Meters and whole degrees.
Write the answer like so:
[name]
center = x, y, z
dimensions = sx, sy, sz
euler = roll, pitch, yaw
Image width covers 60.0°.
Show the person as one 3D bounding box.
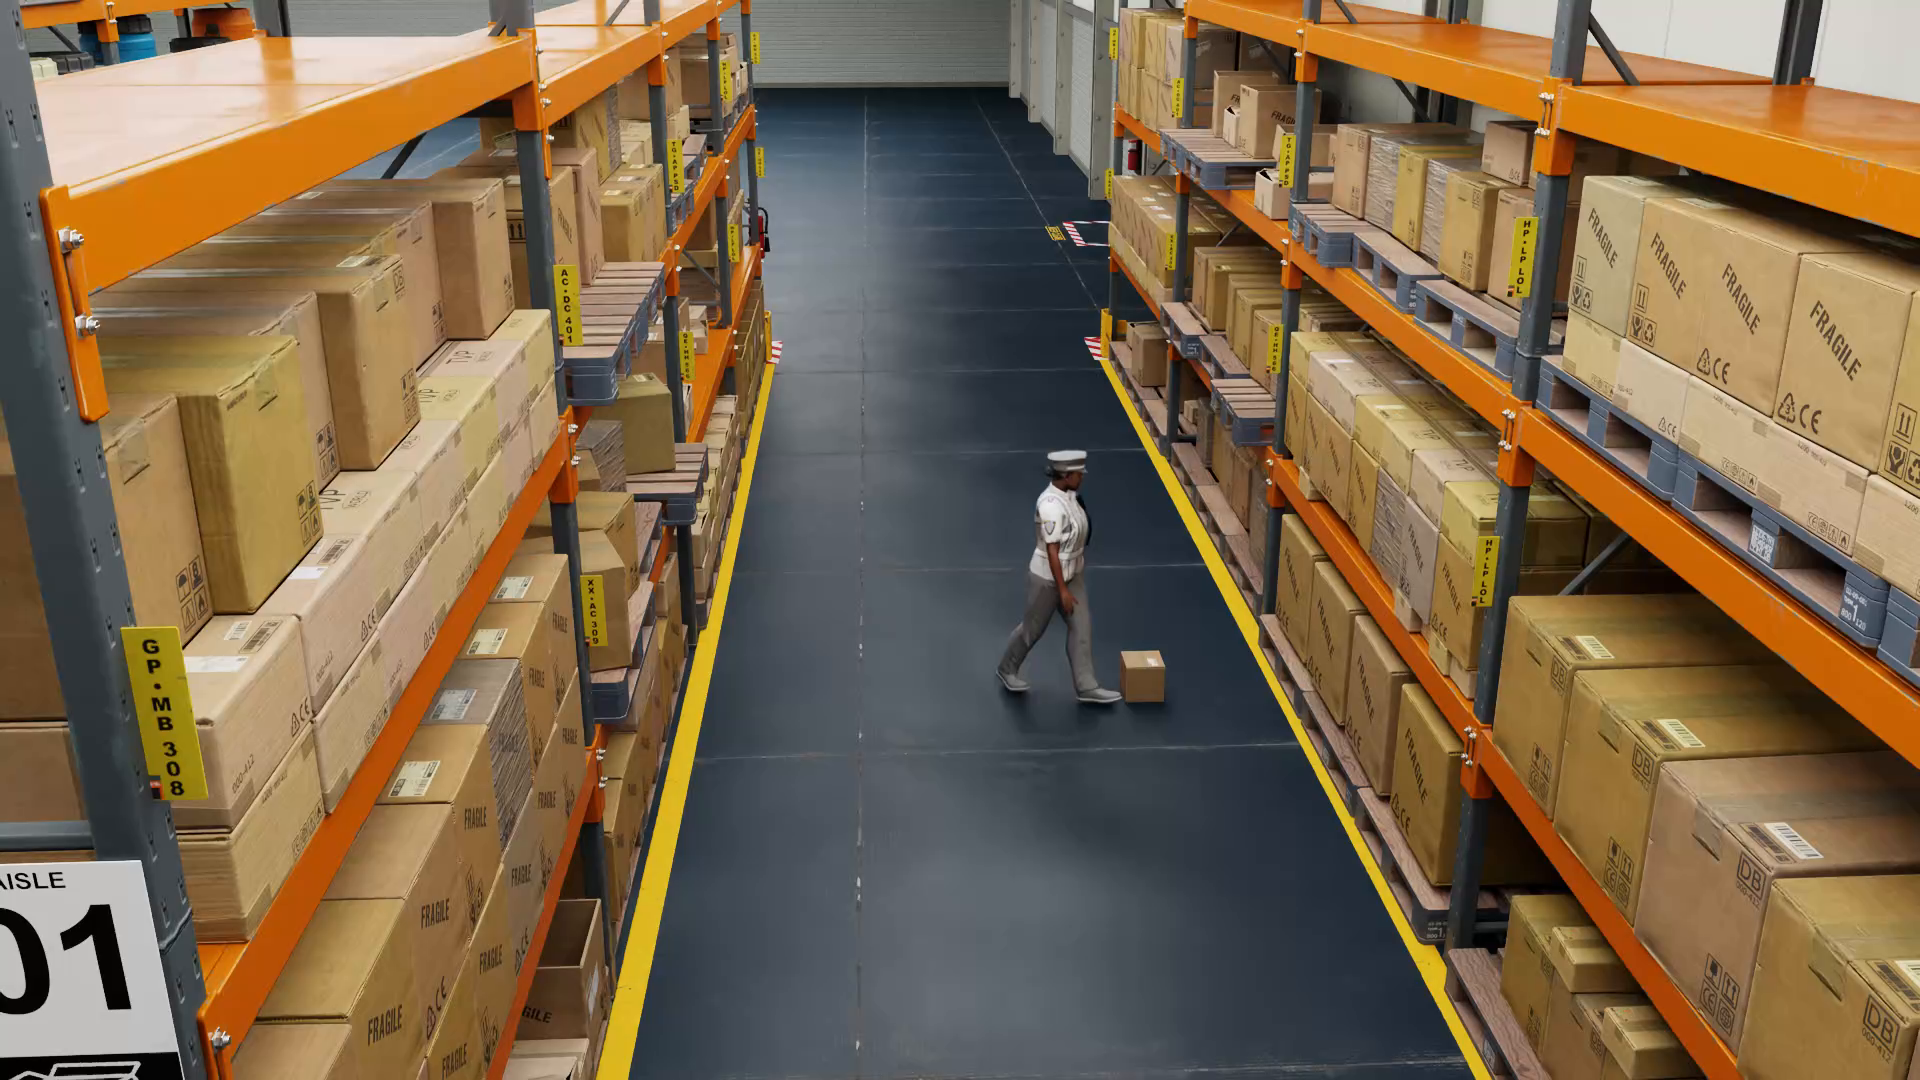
[person]
center = 0.617, 0.244, 10.422
dimensions = 0.865, 1.623, 0.536
euler = 10, 23, 26
